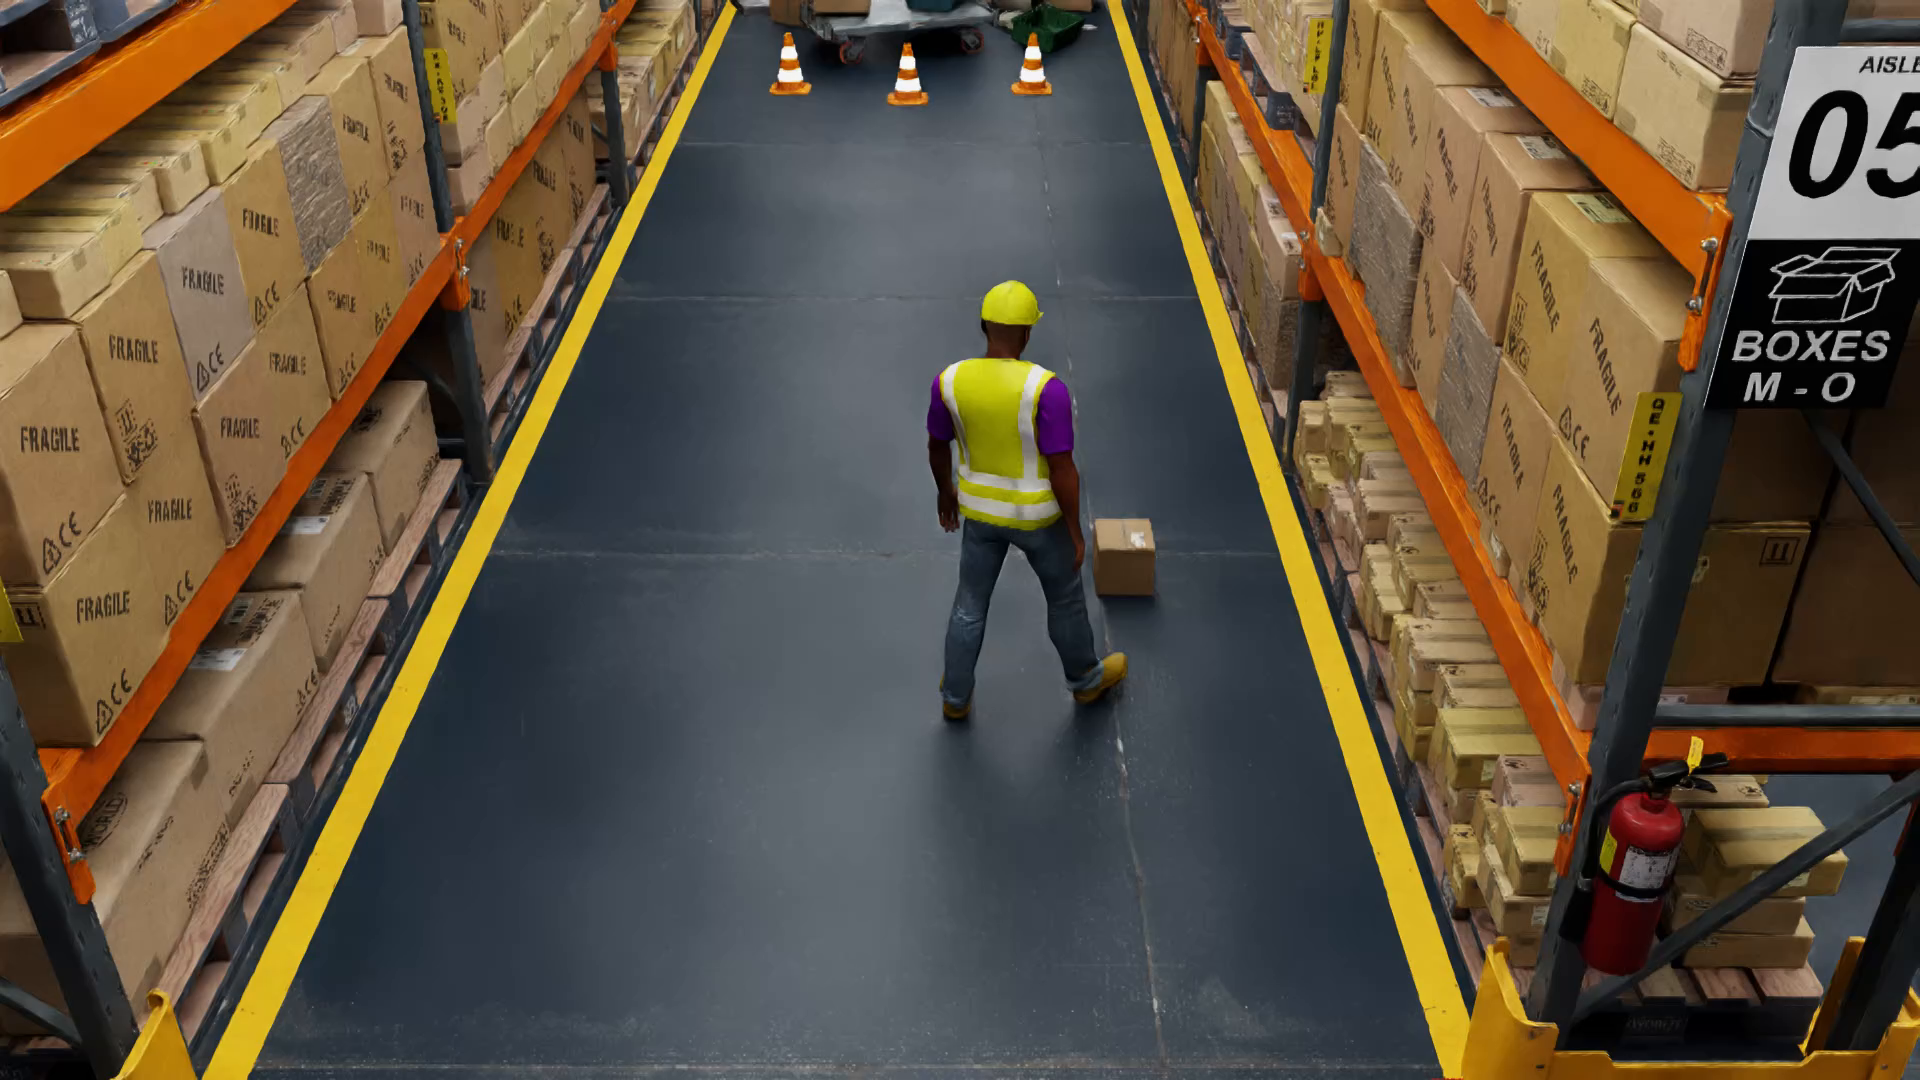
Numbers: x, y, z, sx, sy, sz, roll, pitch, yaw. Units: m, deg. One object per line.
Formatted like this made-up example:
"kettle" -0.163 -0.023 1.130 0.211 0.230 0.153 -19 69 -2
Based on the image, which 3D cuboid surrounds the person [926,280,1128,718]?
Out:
"person" 0.246 -0.141 6.306 0.739 1.753 0.629 15 35 23
